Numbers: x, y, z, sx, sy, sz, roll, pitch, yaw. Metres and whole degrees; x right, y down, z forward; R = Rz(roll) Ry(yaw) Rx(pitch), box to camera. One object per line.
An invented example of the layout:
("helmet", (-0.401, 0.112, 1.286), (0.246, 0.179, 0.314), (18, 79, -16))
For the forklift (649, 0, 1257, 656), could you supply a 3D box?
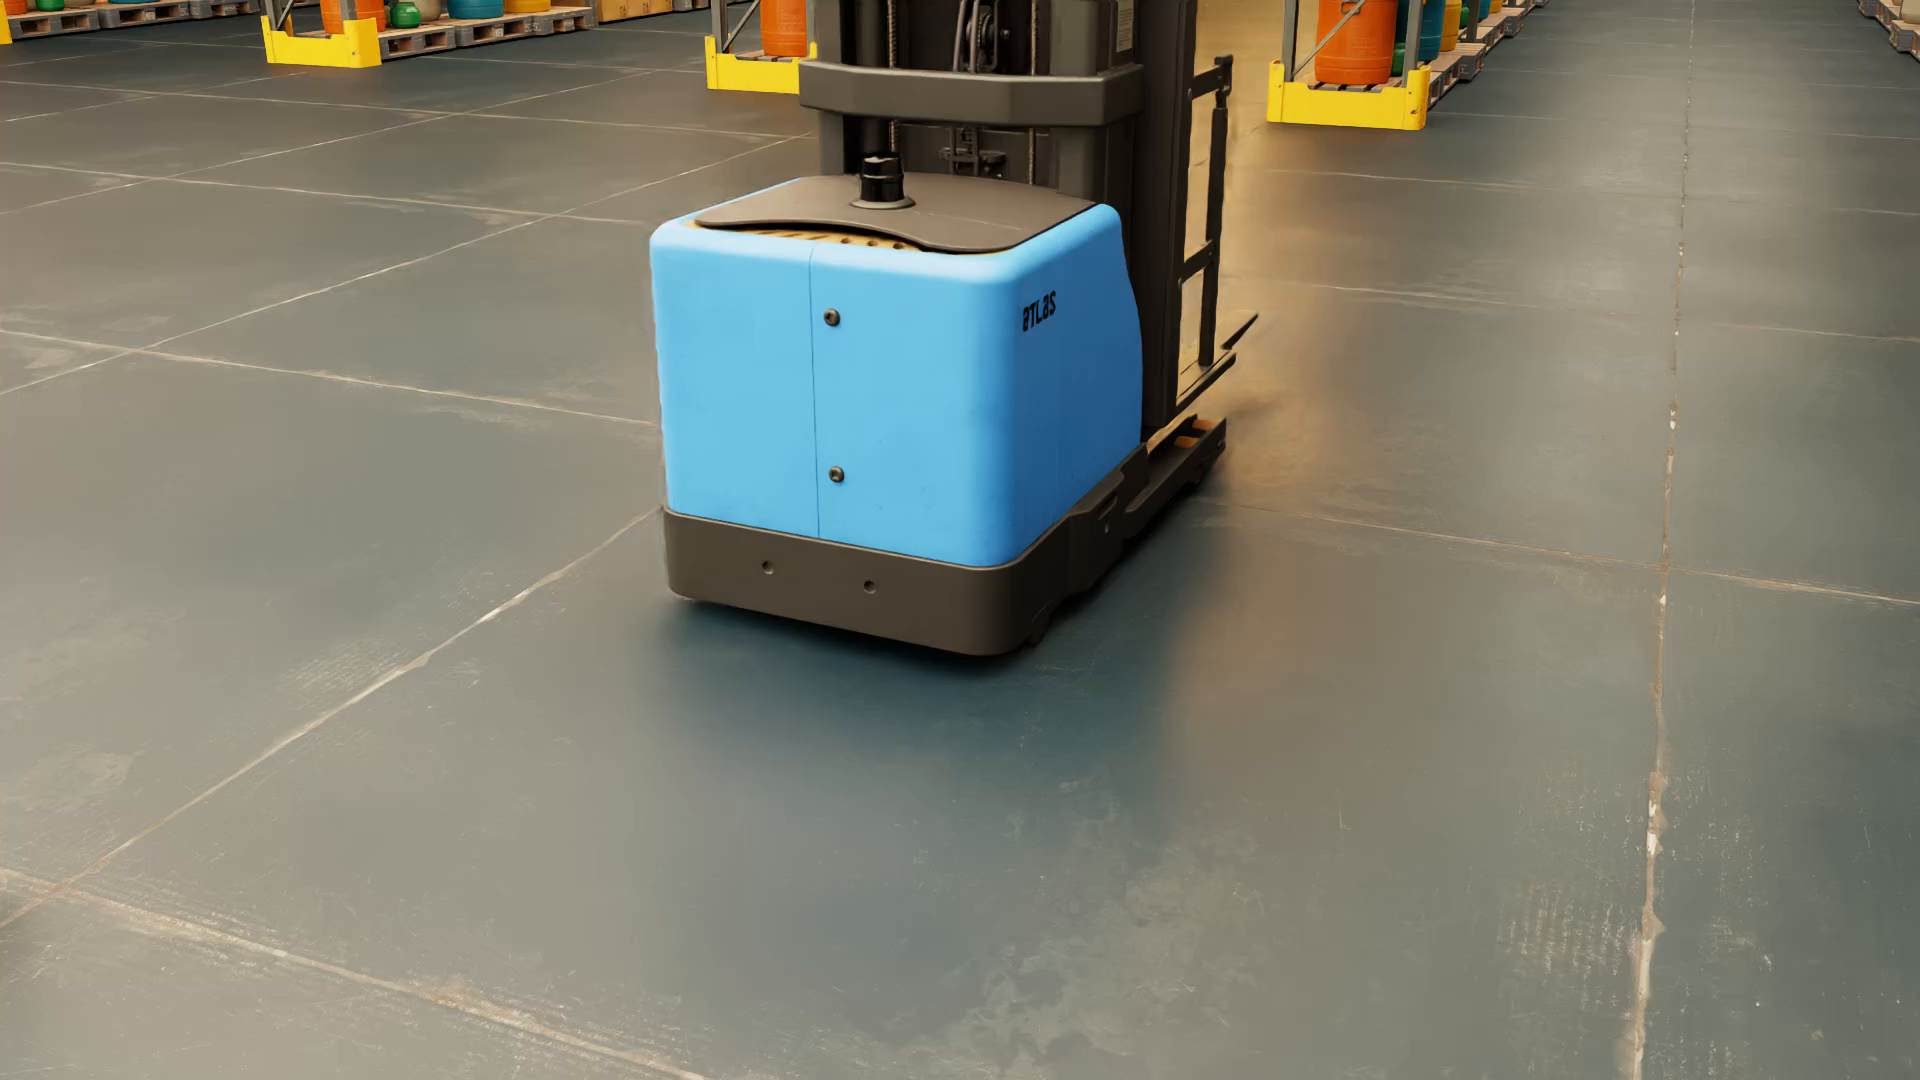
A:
("forklift", (0.263, -1.594, 5.106), (1.130, 2.935, 3.031), (10, 25, 23))
